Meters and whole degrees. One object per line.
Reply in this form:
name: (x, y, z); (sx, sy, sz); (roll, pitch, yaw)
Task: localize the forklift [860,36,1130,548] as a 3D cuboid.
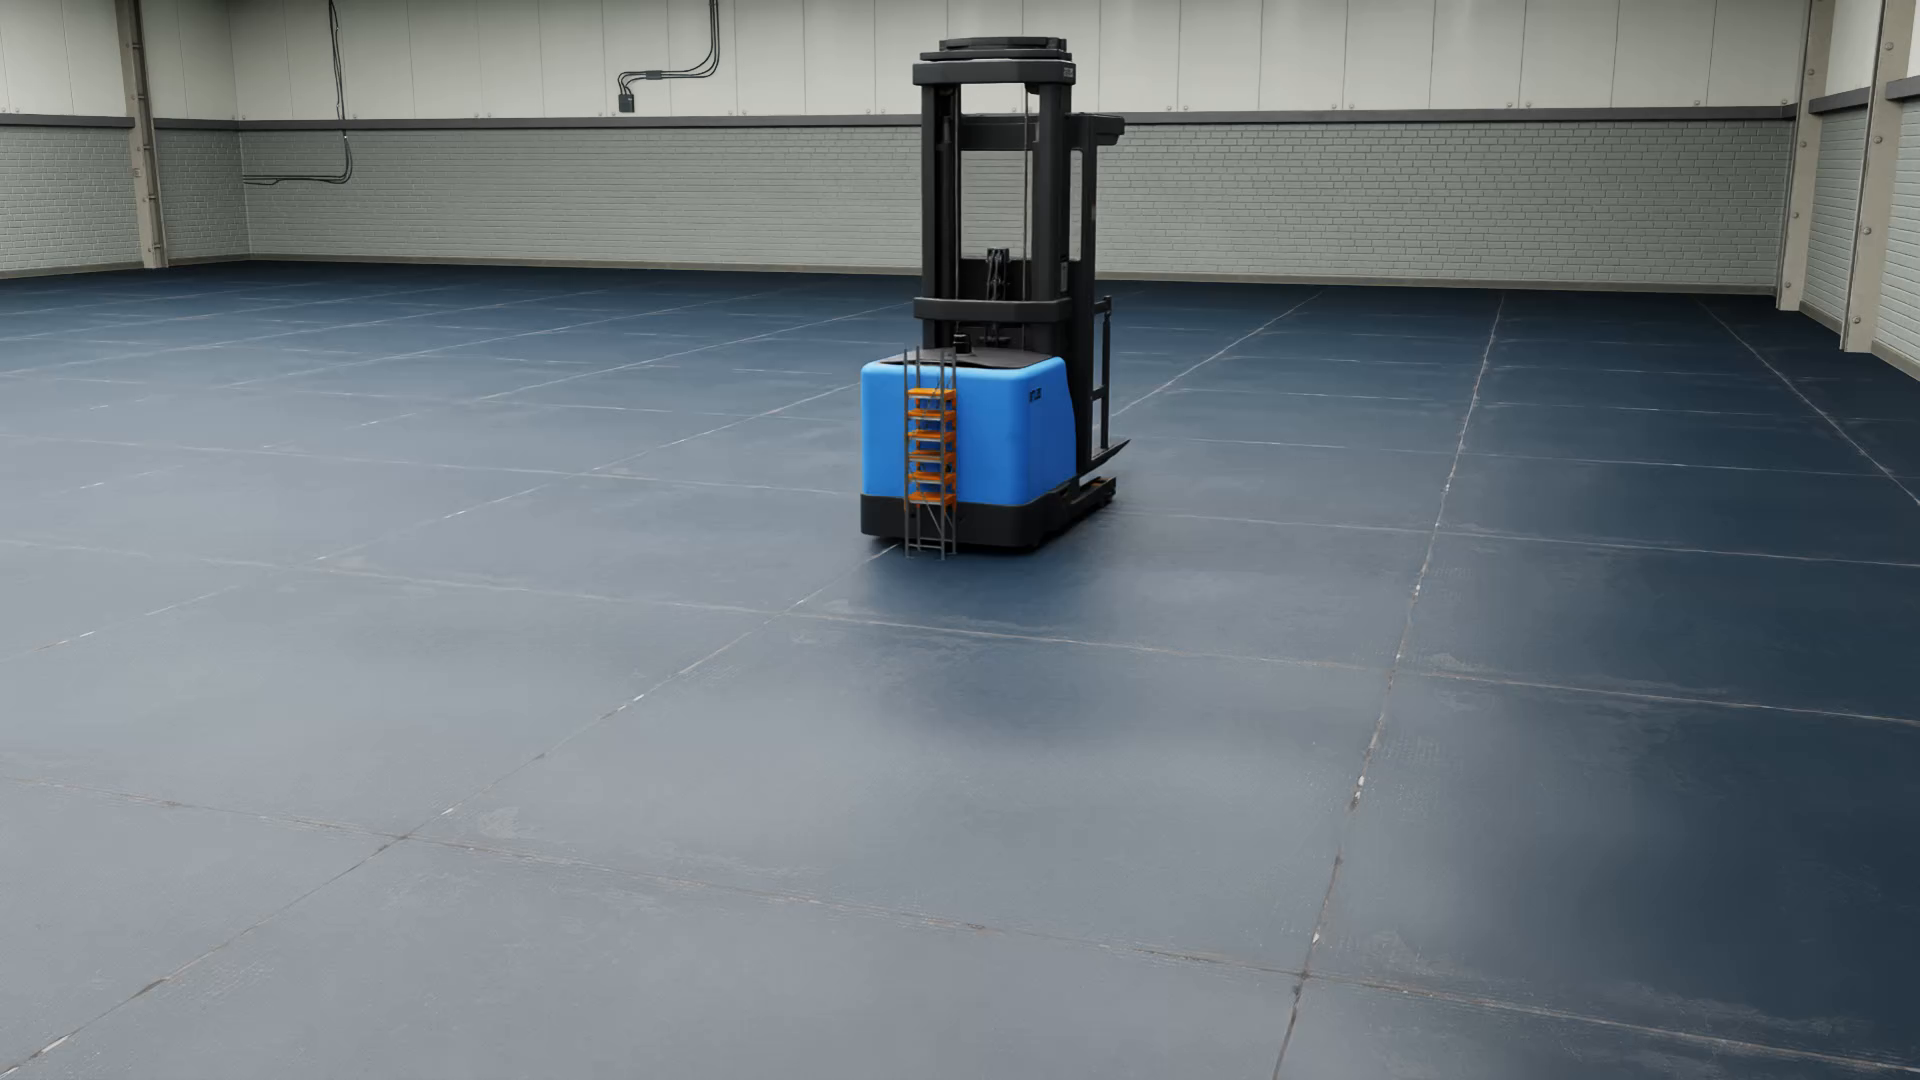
forklift: (0.402, -1.668, 10.709); (1.130, 2.935, 3.031); (5, 14, 20)

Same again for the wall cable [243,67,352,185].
wall cable: (-14.913, -9.199, 37.046); (3.097, 2.526, 0.112); (4, 14, 18)

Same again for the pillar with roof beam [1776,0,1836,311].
pillar with roof beam: (8.614, -8.230, 25.821); (9.100, 9.000, 0.400); (4, 14, 18)

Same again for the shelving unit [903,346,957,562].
shelving unit: (-0.168, -0.488, 9.432); (0.258, 1.200, 0.189); (5, 14, 20)

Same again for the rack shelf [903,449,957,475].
rack shelf: (-0.168, -0.445, 9.441); (0.258, 0.103, 0.180); (5, 14, 20)

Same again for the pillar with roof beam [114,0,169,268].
pillar with roof beam: (-13.044, -9.878, 33.042); (9.100, 9.000, 0.400); (4, 14, 18)

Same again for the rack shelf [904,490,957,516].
rack shelf: (-0.168, -0.211, 9.495); (0.258, 0.103, 0.180); (5, 14, 20)

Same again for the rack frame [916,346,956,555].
rack frame: (-0.136, -0.508, 9.515); (0.240, 1.200, 0.006); (5, 14, 20)

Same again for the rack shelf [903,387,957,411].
rack shelf: (-0.168, -0.796, 9.361); (0.258, 0.103, 0.180); (5, 14, 20)

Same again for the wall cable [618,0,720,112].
wall cable: (-5.936, -11.684, 33.313); (2.305, 6.003, 0.169); (4, 14, 18)

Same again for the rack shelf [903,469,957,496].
rack shelf: (-0.168, -0.328, 9.468); (0.258, 0.103, 0.180); (5, 14, 20)

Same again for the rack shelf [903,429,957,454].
rack shelf: (-0.168, -0.562, 9.415); (0.258, 0.103, 0.180); (5, 14, 20)

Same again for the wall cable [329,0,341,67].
wall cable: (-12.353, -11.466, 35.631); (3.097, 2.526, 0.112); (4, 14, 18)

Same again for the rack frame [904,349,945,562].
rack frame: (-0.201, -0.469, 9.348); (0.240, 1.200, 0.006); (5, 14, 20)

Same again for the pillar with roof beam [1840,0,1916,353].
pillar with roof beam: (6.673, -6.966, 20.286); (9.100, 9.000, 0.400); (4, 14, 18)

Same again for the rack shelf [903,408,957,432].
rack shelf: (-0.168, -0.679, 9.388); (0.258, 0.103, 0.180); (5, 14, 20)
